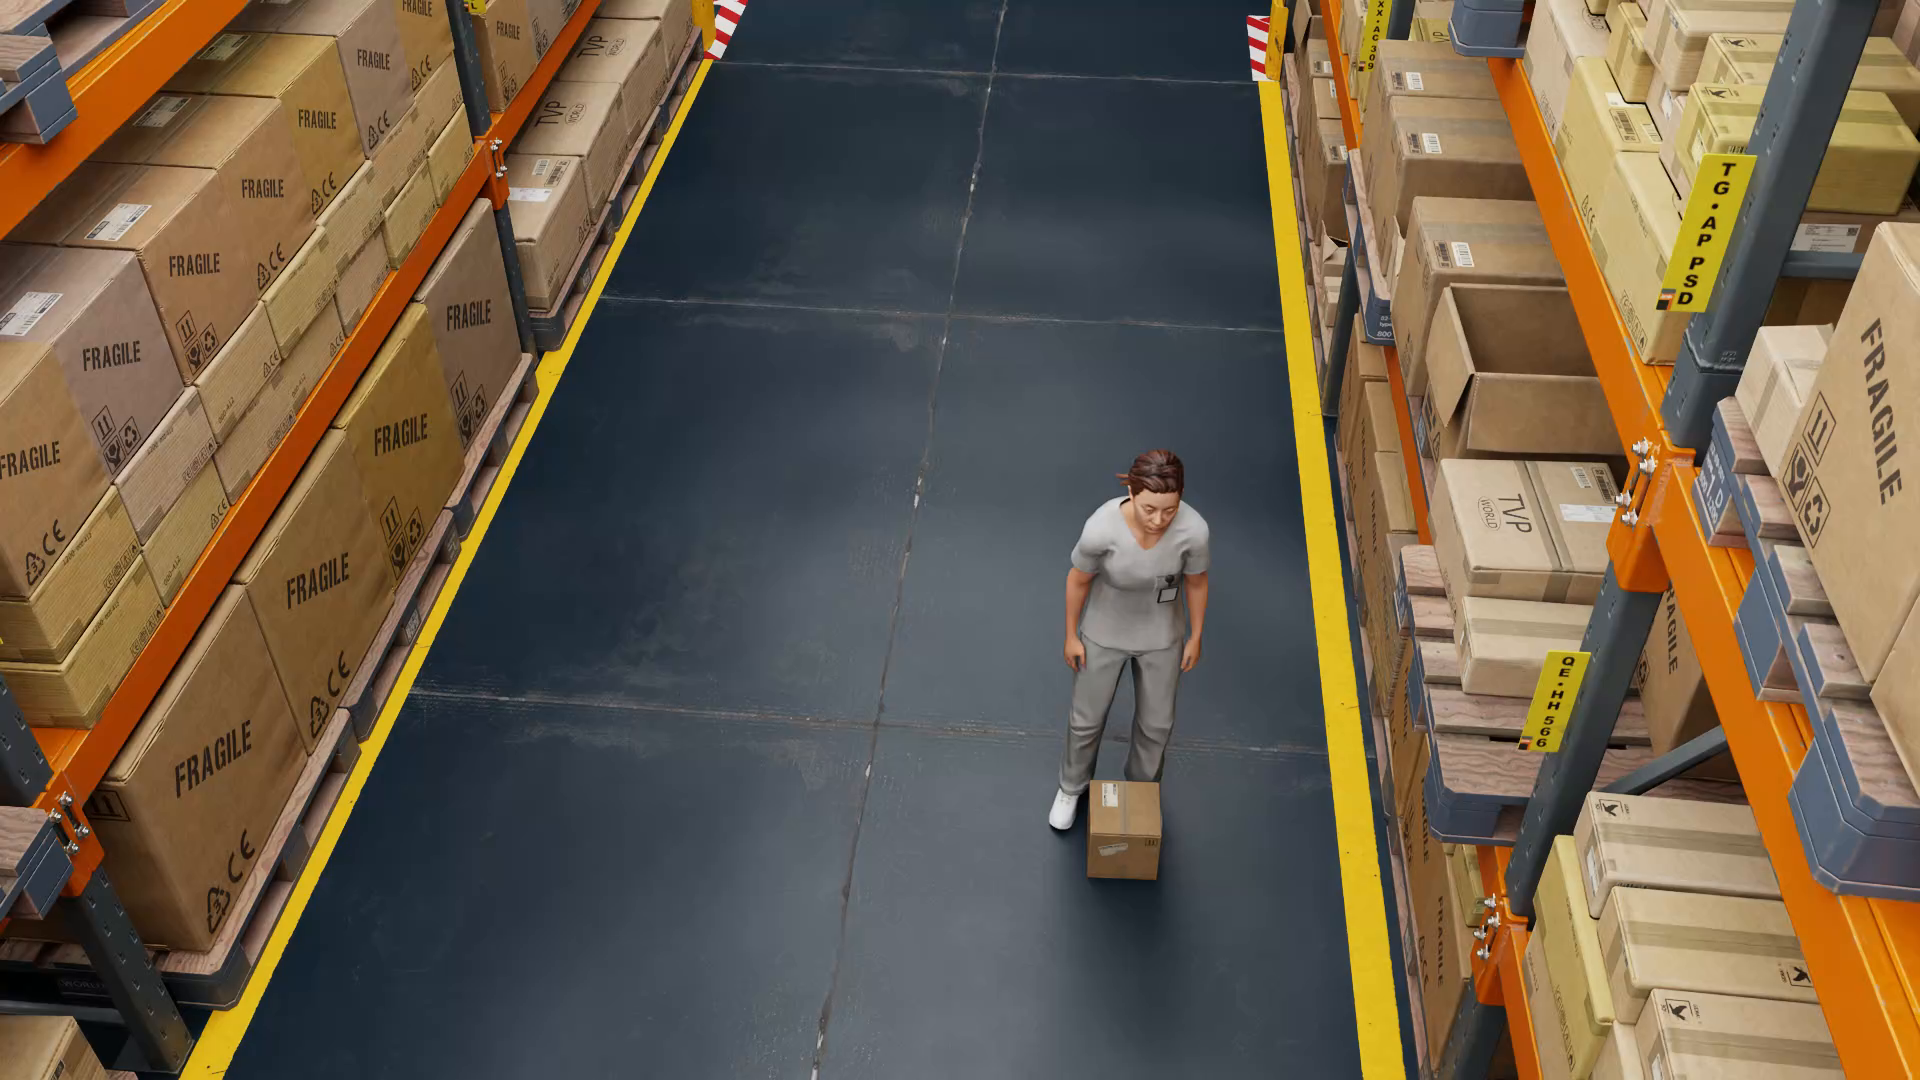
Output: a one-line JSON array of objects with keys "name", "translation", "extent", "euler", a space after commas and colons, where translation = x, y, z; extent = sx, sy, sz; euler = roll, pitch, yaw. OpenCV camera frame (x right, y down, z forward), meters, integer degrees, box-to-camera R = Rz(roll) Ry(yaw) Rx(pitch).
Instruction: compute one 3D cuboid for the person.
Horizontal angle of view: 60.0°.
[{"name": "person", "translation": [0.590, 0.345, 5.750], "extent": [0.510, 1.671, 0.362], "euler": [1, 40, 1]}]
